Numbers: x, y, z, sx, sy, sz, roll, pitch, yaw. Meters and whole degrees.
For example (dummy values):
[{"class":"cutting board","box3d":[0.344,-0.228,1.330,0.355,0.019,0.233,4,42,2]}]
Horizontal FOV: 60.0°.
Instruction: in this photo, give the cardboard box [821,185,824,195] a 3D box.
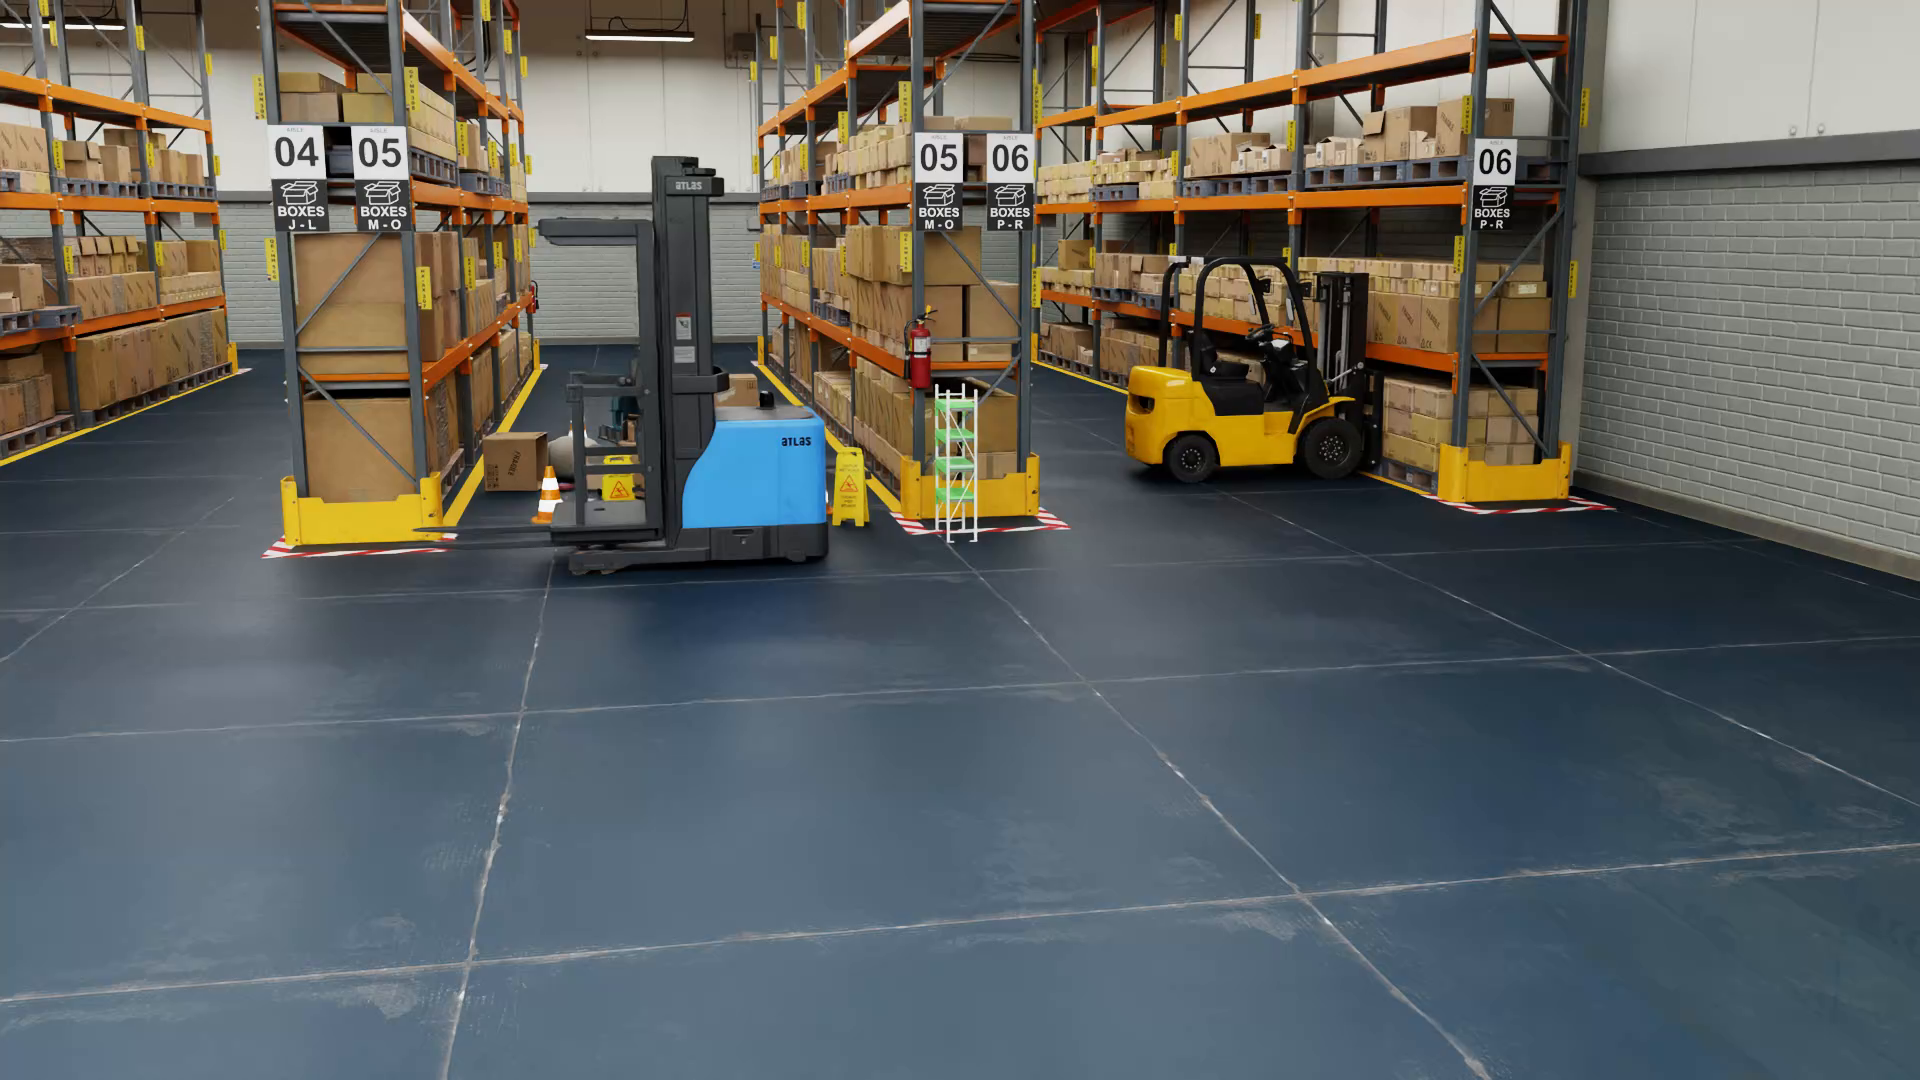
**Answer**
[{"class":"cardboard box","box3d":[-1.561,-4.439,21.144,0.380,0.149,0.250,-2,11,-11]}]

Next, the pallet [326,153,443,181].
[{"class":"pallet","box3d":[-5.131,-3.277,14.603,1.003,0.211,1.213,-2,11,-11]}]

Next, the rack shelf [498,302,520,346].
[{"class":"rack shelf","box3d":[-6.681,-2.967,22.688,1.077,0.370,4.000,-2,11,-11]}]

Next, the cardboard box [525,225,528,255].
[{"class":"cardboard box","box3d":[-7.515,-5.033,27.878,0.500,0.500,0.500,-2,11,-12]}]

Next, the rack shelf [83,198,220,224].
[{"class":"rack shelf","box3d":[-12.344,-5.013,25.412,1.077,0.370,4.000,-2,11,-11]}]

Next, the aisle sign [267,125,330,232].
[{"class":"aisle sign","box3d":[-5.016,-2.740,12.616,0.394,0.787,0.004,-2,11,-11]}]

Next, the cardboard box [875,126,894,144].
[{"class":"cardboard box","box3d":[-0.587,-3.758,15.437,0.380,0.149,0.250,-2,11,-10]}]

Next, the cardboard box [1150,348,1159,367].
[{"class":"cardboard box","box3d":[3.032,-2.474,23.734,0.500,0.500,0.500,-2,11,-12]}]

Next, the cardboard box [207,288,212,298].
[{"class":"cardboard box","box3d":[-12.193,-3.943,26.561,0.380,0.149,0.250,-2,11,-10]}]

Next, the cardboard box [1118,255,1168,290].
[{"class":"cardboard box","box3d":[2.762,-3.987,24.730,0.700,0.500,0.500,-2,11,-11]}]

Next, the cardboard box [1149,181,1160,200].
[{"class":"cardboard box","box3d":[2.976,-4.911,23.355,0.500,0.250,0.500,-2,11,-11]}]

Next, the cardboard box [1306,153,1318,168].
[{"class":"cardboard box","box3d":[3.980,-4.112,18.038,0.380,0.149,0.250,-2,11,-10]}]

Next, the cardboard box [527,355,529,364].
[{"class":"cardboard box","box3d":[-7.253,-2.954,27.194,0.380,0.149,0.250,-3,11,-14]}]

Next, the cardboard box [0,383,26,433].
[{"class":"cardboard box","box3d":[-10.789,-1.453,18.317,0.700,0.500,0.500,-1,11,-6]}]

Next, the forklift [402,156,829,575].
[{"class":"forklift","box3d":[-2.540,-1.297,12.169,3.031,2.935,1.130,-2,11,-11]}]

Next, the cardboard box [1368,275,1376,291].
[{"class":"cardboard box","box3d":[4.275,-2.615,16.913,0.380,0.149,0.250,-2,11,-12]}]

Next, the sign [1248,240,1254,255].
[{"class":"sign","box3d":[3.956,-3.923,22.690,0.100,0.325,0.005,-2,11,-11]}]

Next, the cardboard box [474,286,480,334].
[{"class":"cardboard box","box3d":[-5.451,-2.468,17.874,0.500,0.500,0.500,-2,11,-11]}]

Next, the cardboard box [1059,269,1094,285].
[{"class":"cardboard box","box3d":[2.001,-4.502,28.433,0.500,0.250,0.500,-2,11,-13]}]

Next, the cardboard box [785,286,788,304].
[{"class":"cardboard box","box3d":[-2.305,-3.627,24.632,0.500,0.250,0.500,-2,11,-12]}]

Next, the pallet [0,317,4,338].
[{"class":"pallet","box3d":[-10.405,-2.110,16.771,1.003,0.211,1.213,-2,11,-11]}]

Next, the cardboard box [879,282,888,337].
[{"class":"cardboard box","box3d":[-0.463,-2.154,15.427,0.500,0.500,0.500,-2,11,-11]}]

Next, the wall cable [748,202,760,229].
[{"class":"wall cable","box3d":[-4.131,-6.168,34.777,0.585,1.953,0.123,-2,11,-11]}]

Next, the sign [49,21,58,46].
[{"class":"sign","box3d":[-12.504,-6.994,22.952,0.100,0.325,0.005,-2,11,-11]}]

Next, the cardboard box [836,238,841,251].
[{"class":"cardboard box","box3d":[-1.212,-3.391,19.068,0.380,0.149,0.250,-3,11,-13]}]

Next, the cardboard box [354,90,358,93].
[{"class":"cardboard box","box3d":[-5.480,-3.859,14.577,0.380,0.149,0.250,-2,11,-11]}]

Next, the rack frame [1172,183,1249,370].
[{"class":"rack frame","box3d":[3.412,-3.334,22.689,1.000,3.000,0.127,-2,11,-11]}]

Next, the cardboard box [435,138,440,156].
[{"class":"cardboard box","box3d":[-4.832,-3.491,14.773,0.380,0.149,0.250,-2,11,-11]}]

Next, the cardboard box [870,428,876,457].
[{"class":"cardboard box","box3d":[-0.607,-0.962,16.457,0.500,0.250,0.500,-2,11,-12]}]

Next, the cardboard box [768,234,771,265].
[{"class":"cardboard box","box3d":[-2.885,-4.781,27.354,0.500,0.500,0.500,-2,11,-11]}]

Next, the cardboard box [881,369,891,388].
[{"class":"cardboard box","box3d":[-0.544,-1.525,15.675,0.380,0.149,0.250,-2,11,-9]}]

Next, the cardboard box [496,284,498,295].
[{"class":"cardboard box","box3d":[-6.441,-3.369,22.425,0.380,0.149,0.250,-2,11,-10]}]

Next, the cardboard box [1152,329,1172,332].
[{"class":"cardboard box","box3d":[3.177,-3.169,25.651,0.380,0.149,0.250,-3,11,-14]}]

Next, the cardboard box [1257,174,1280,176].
[{"class":"cardboard box","box3d":[3.944,-4.654,20.839,0.380,0.166,0.250,-2,11,-11]}]

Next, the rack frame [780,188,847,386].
[{"class":"rack frame","box3d":[-2.234,-3.886,25.591,1.000,3.000,0.127,-2,11,-11]}]

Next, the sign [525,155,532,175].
[{"class":"sign","box3d":[-7.299,-6.346,28.126,0.100,0.325,0.005,-2,11,-11]}]

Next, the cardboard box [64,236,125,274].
[{"class":"cardboard box","box3d":[-11.700,-3.824,22.317,0.797,0.503,0.637,-2,11,-10]}]

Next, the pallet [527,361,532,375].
[{"class":"pallet","box3d":[-7.710,-2.887,27.800,1.003,0.211,1.213,-2,11,-11]}]

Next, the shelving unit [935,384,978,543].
[{"class":"shelving unit","box3d":[-0.032,-0.620,13.244,0.258,1.200,0.503,-2,11,-11]}]

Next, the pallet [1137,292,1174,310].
[{"class":"pallet","box3d":[3.212,-3.361,23.346,1.213,0.211,1.003,-2,11,-11]}]

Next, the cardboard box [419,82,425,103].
[{"class":"cardboard box","box3d":[-4.635,-3.696,13.719,0.380,0.149,0.250,-2,11,-10]}]

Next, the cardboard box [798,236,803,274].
[{"class":"cardboard box","box3d":[-1.921,-3.872,22.575,0.500,0.500,0.500,-2,11,-10]}]

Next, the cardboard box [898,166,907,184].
[{"class":"cardboard box","box3d":[-0.324,-3.135,14.295,0.380,0.149,0.250,-2,11,-11]}]

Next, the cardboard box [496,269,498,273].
[{"class":"cardboard box","box3d":[-6.494,-3.708,22.612,0.380,0.149,0.250,-2,11,-12]}]

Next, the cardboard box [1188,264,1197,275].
[{"class":"cardboard box","box3d":[3.239,-3.583,21.998,0.380,0.149,0.250,-2,11,-10]}]

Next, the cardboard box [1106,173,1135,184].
[{"class":"cardboard box","box3d":[2.429,-5.462,25.132,0.380,0.149,0.250,-2,11,-10]}]

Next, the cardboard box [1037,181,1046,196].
[{"class":"cardboard box","box3d":[1.675,-6.256,29.624,0.500,0.250,0.500,-2,11,-12]}]

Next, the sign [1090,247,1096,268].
[{"class":"sign","box3d":[2.104,-4.471,26.351,0.100,0.325,0.005,-2,11,-11]}]

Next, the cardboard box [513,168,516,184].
[{"class":"cardboard box","box3d":[-7.020,-5.522,25.226,0.500,0.250,0.500,-2,11,-11]}]

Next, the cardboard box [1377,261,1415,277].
[{"class":"cardboard box","box3d":[4.345,-2.669,16.398,0.380,0.149,0.250,-2,11,-10]}]

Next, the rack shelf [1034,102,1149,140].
[{"class":"rack shelf","box3d":[2.245,-7.026,27.977,1.077,0.370,4.000,-2,11,-11]}]

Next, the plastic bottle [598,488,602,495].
[{"class":"plastic bottle","box3d":[-3.266,-0.447,15.383,0.133,0.061,0.283,-6,13,-31]}]

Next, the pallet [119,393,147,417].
[{"class":"pallet","box3d":[-11.490,-1.793,22.051,1.003,0.211,1.213,-2,11,-11]}]
